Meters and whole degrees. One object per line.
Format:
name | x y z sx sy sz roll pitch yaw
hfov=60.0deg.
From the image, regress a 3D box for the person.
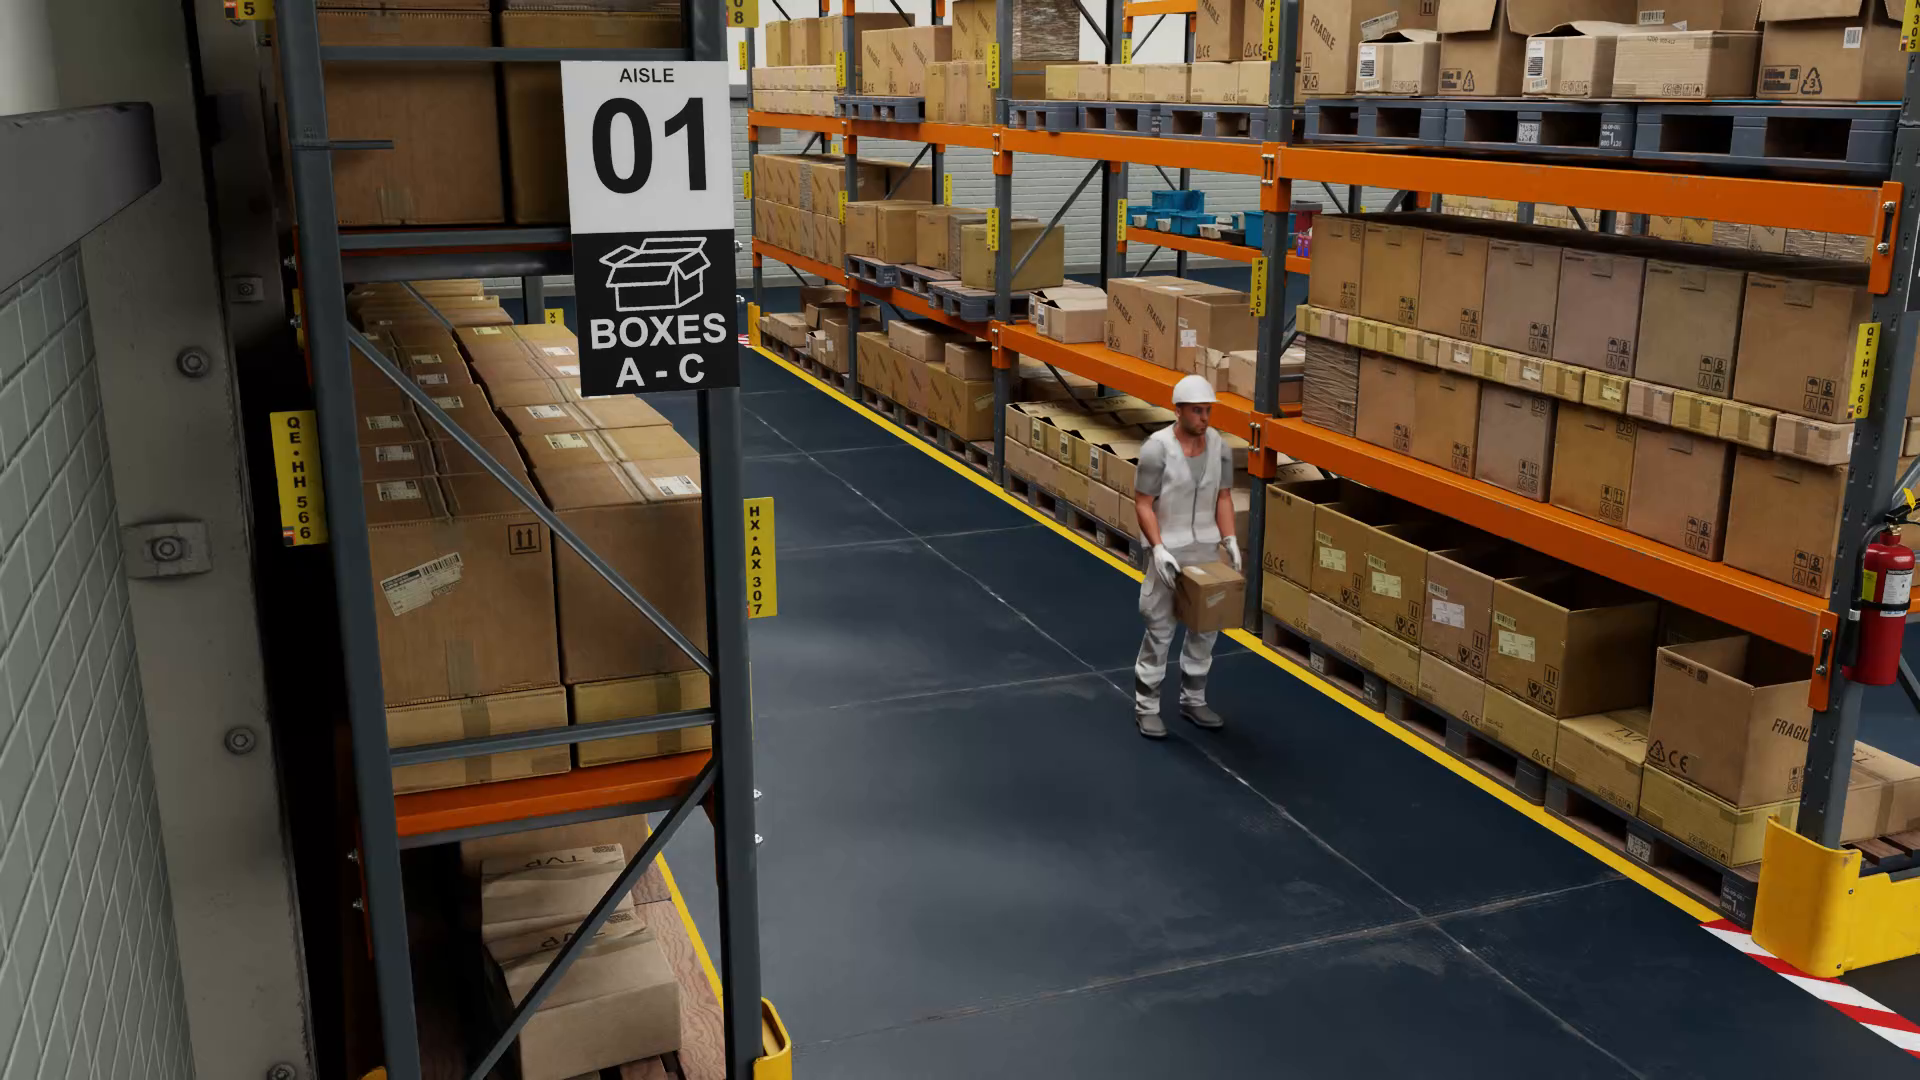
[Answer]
person | 1.119 0.072 8.218 0.539 1.790 0.437 -6 17 -21
